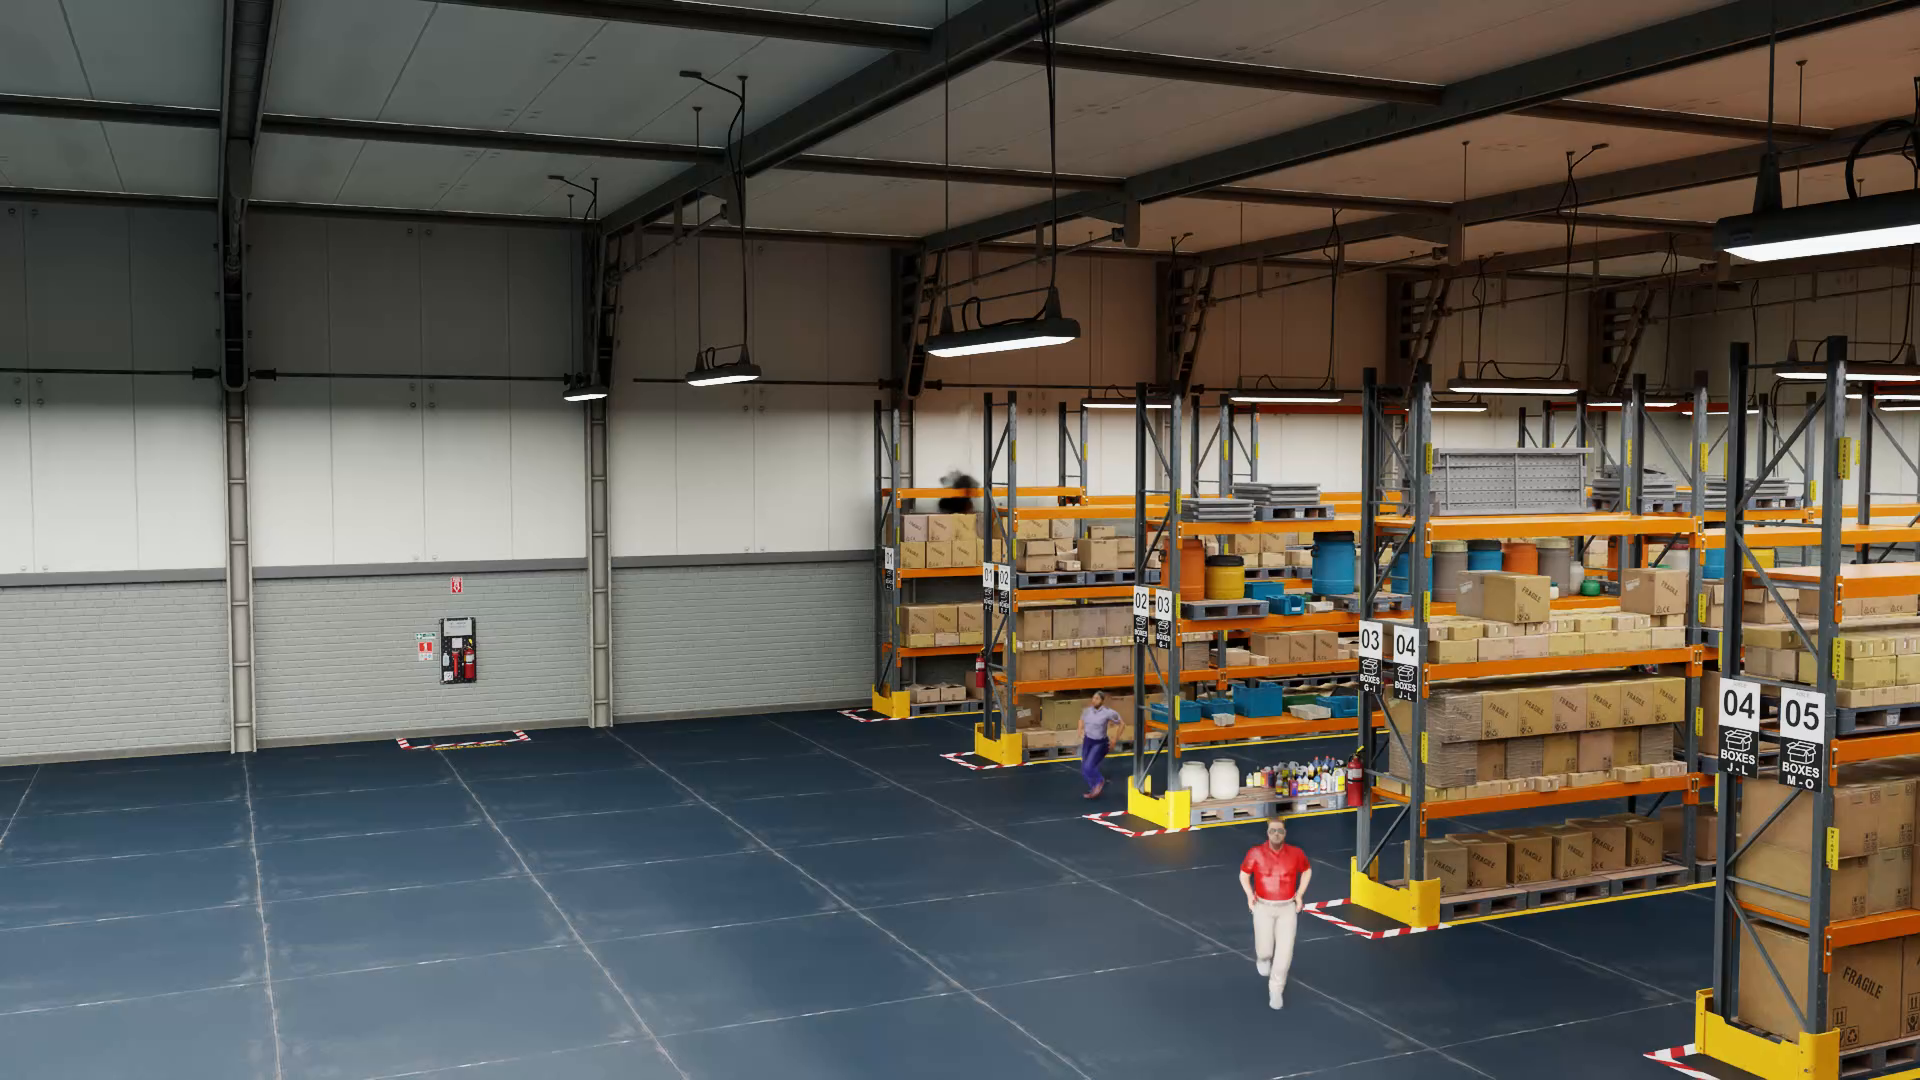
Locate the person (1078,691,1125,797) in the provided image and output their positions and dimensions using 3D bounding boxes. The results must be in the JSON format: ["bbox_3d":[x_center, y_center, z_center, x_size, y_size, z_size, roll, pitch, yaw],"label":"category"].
[{"bbox_3d":[1.974,2.968,24.043,0.565,1.587,0.699,-3,5,-43],"label":"person"}]

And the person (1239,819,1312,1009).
[{"bbox_3d":[2.942,3.439,15.493,0.671,1.717,0.715,0,3,7],"label":"person"}]
